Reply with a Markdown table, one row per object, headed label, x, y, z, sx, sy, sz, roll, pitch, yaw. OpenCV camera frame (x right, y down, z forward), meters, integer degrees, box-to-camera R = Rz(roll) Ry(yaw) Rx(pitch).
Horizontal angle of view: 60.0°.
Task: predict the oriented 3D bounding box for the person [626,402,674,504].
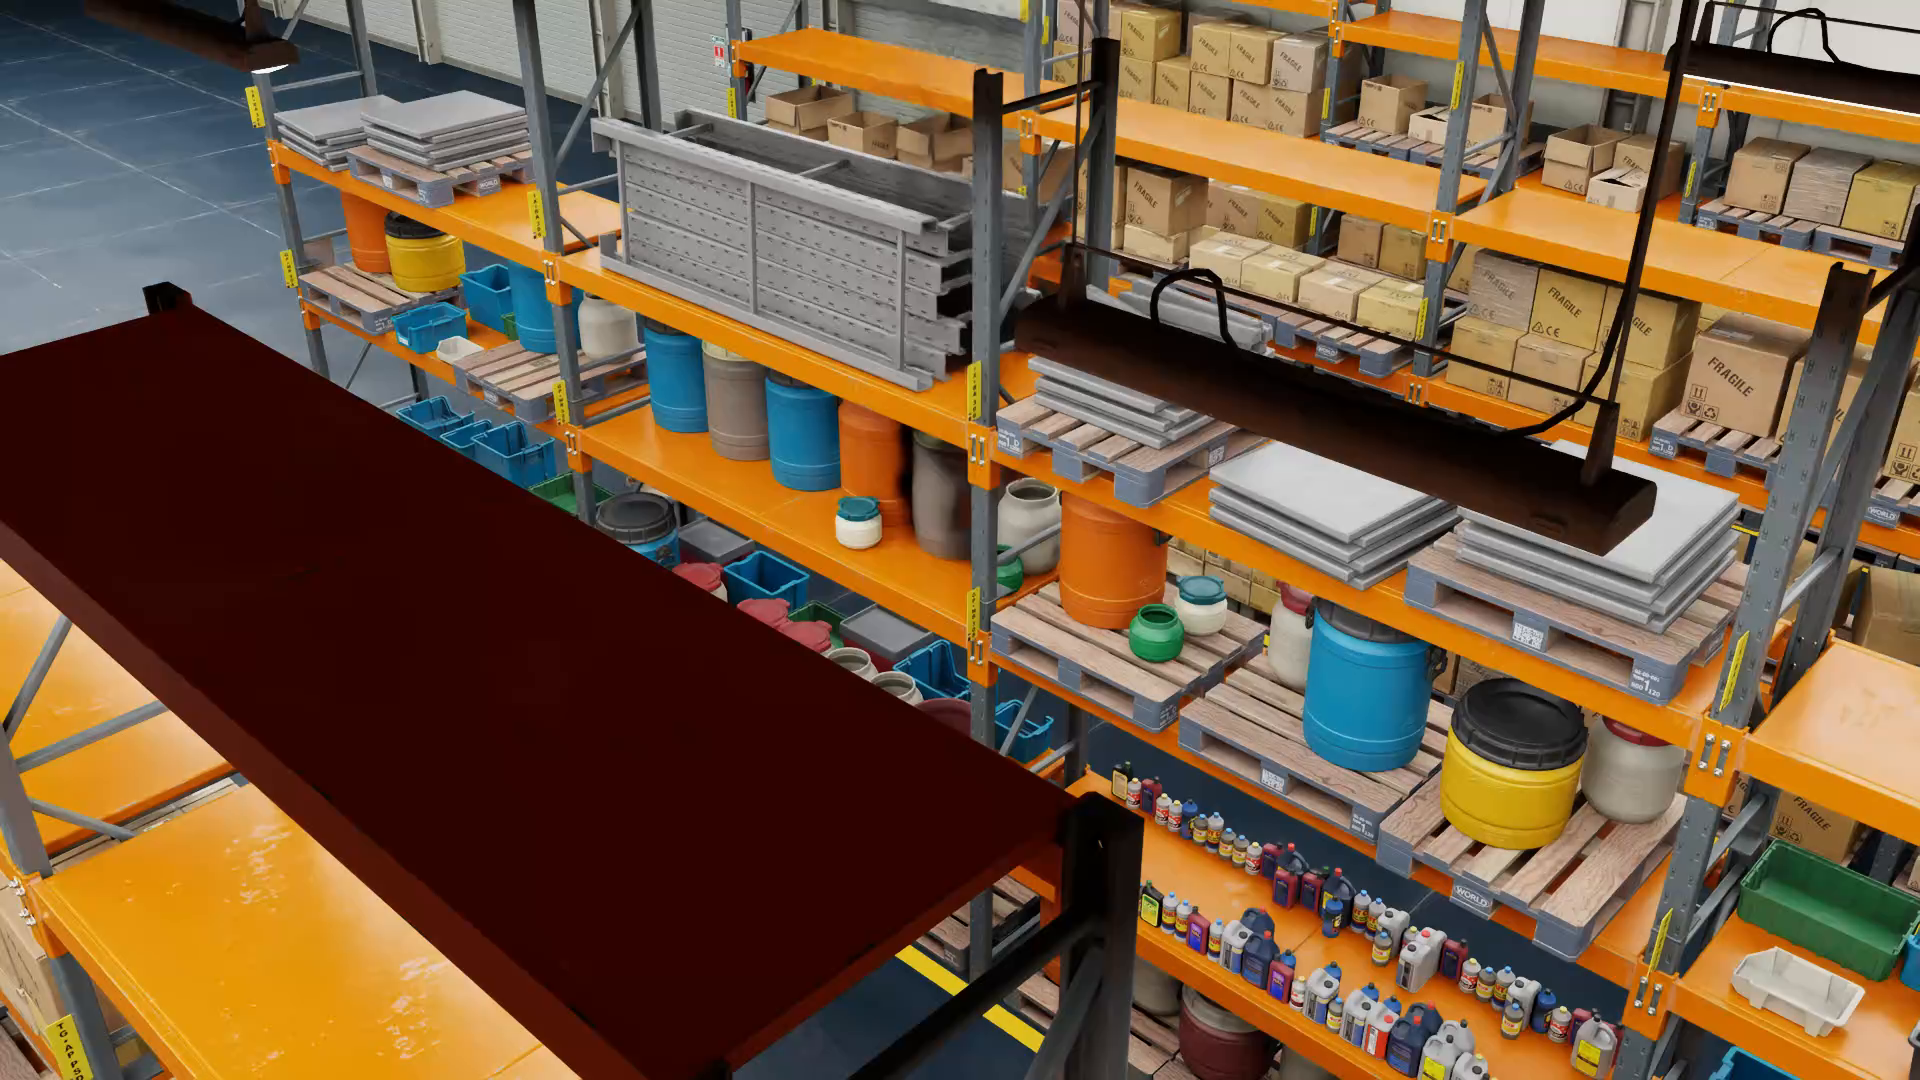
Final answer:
| label | x | y | z | sx | sy | sz | roll | pitch | yaw |
| --- | --- | --- | --- | --- | --- | --- | --- | --- | --- |
| person | -2.731 | -0.455 | 15.281 | 0.648 | 1.748 | 0.676 | 23 | 37 | 35 |
